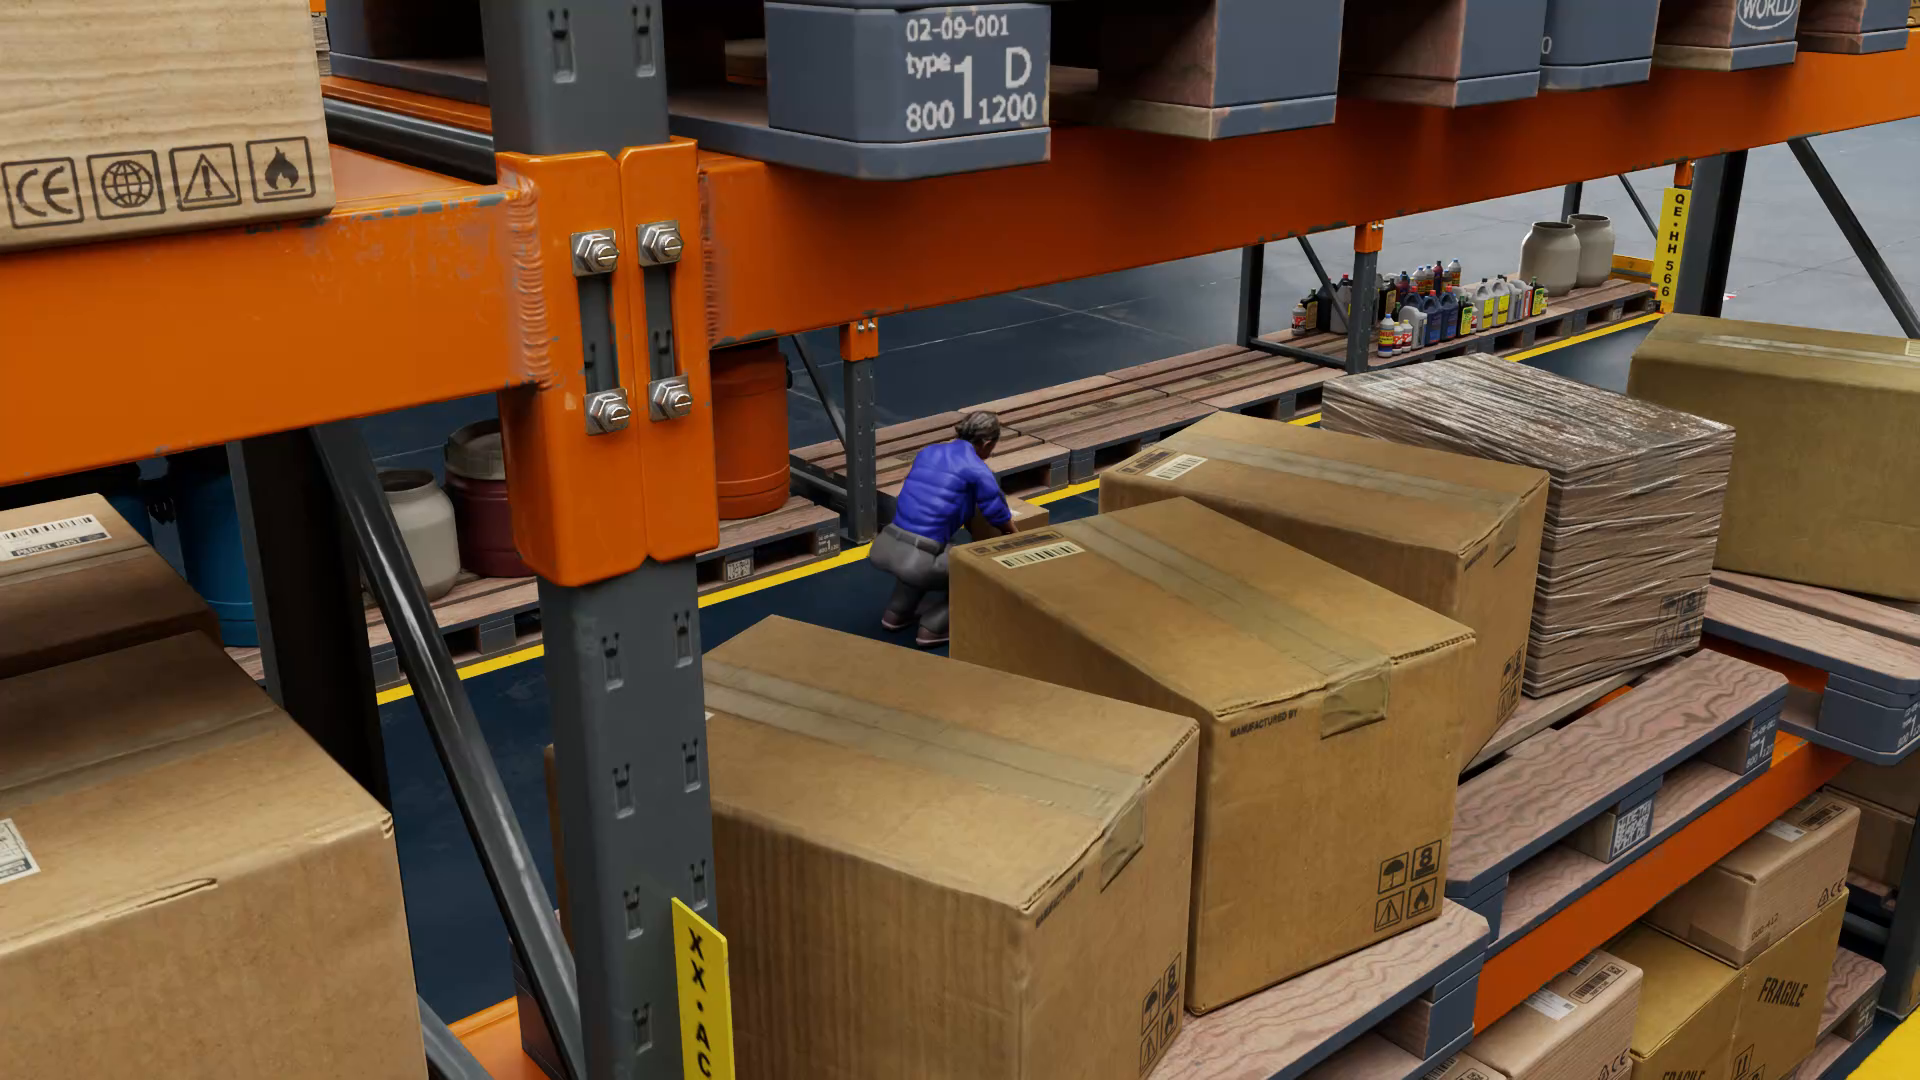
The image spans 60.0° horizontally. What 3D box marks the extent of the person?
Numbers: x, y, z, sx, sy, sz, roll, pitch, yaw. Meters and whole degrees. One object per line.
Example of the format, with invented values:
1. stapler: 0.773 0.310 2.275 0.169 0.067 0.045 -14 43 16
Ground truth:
1. person: -0.025 -0.066 7.293 0.838 0.932 0.473 -18 27 -38
